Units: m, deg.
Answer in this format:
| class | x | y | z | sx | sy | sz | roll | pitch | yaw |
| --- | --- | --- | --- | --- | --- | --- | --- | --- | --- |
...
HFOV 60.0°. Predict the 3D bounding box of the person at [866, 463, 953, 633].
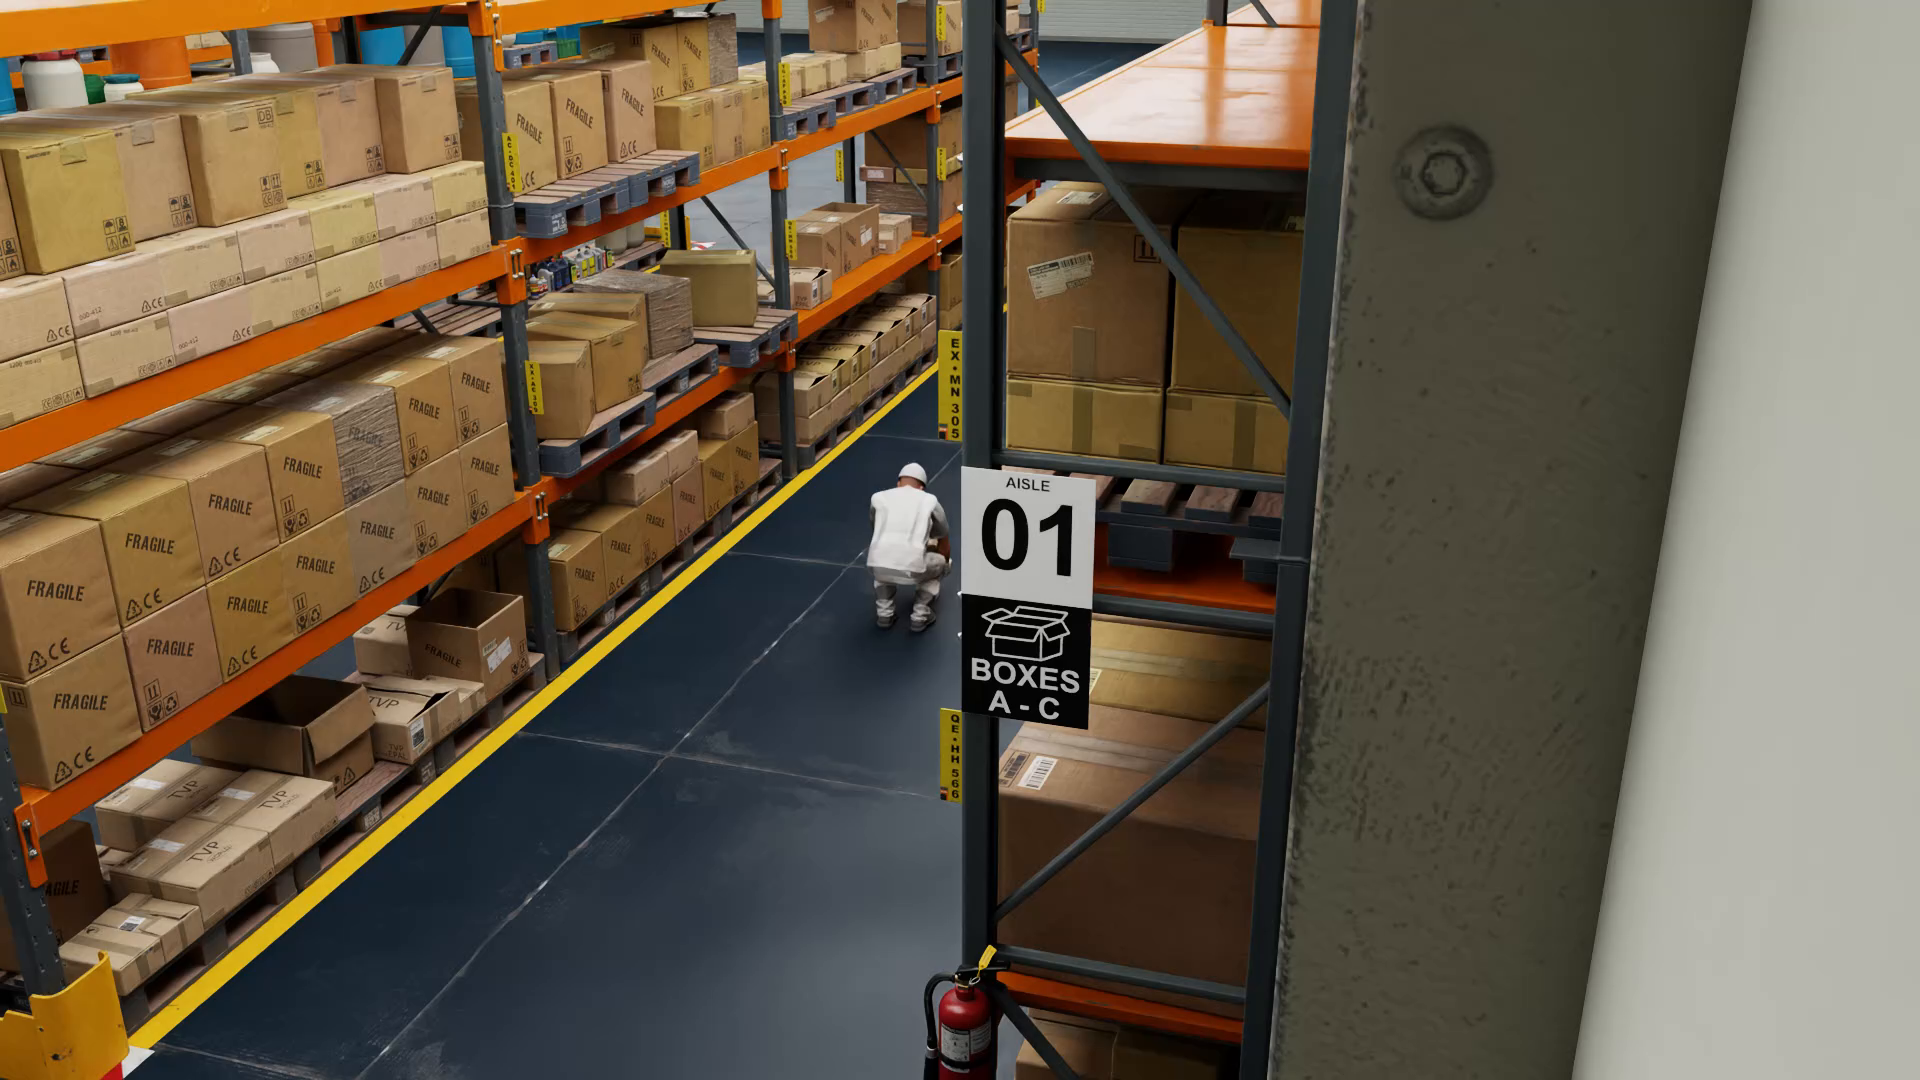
| class | x | y | z | sx | sy | sz | roll | pitch | yaw |
| --- | --- | --- | --- | --- | --- | --- | --- | --- | --- |
| person | -0.376 | 0.053 | 11.367 | 0.574 | 1.015 | 0.882 | 6 | 23 | 16 |
